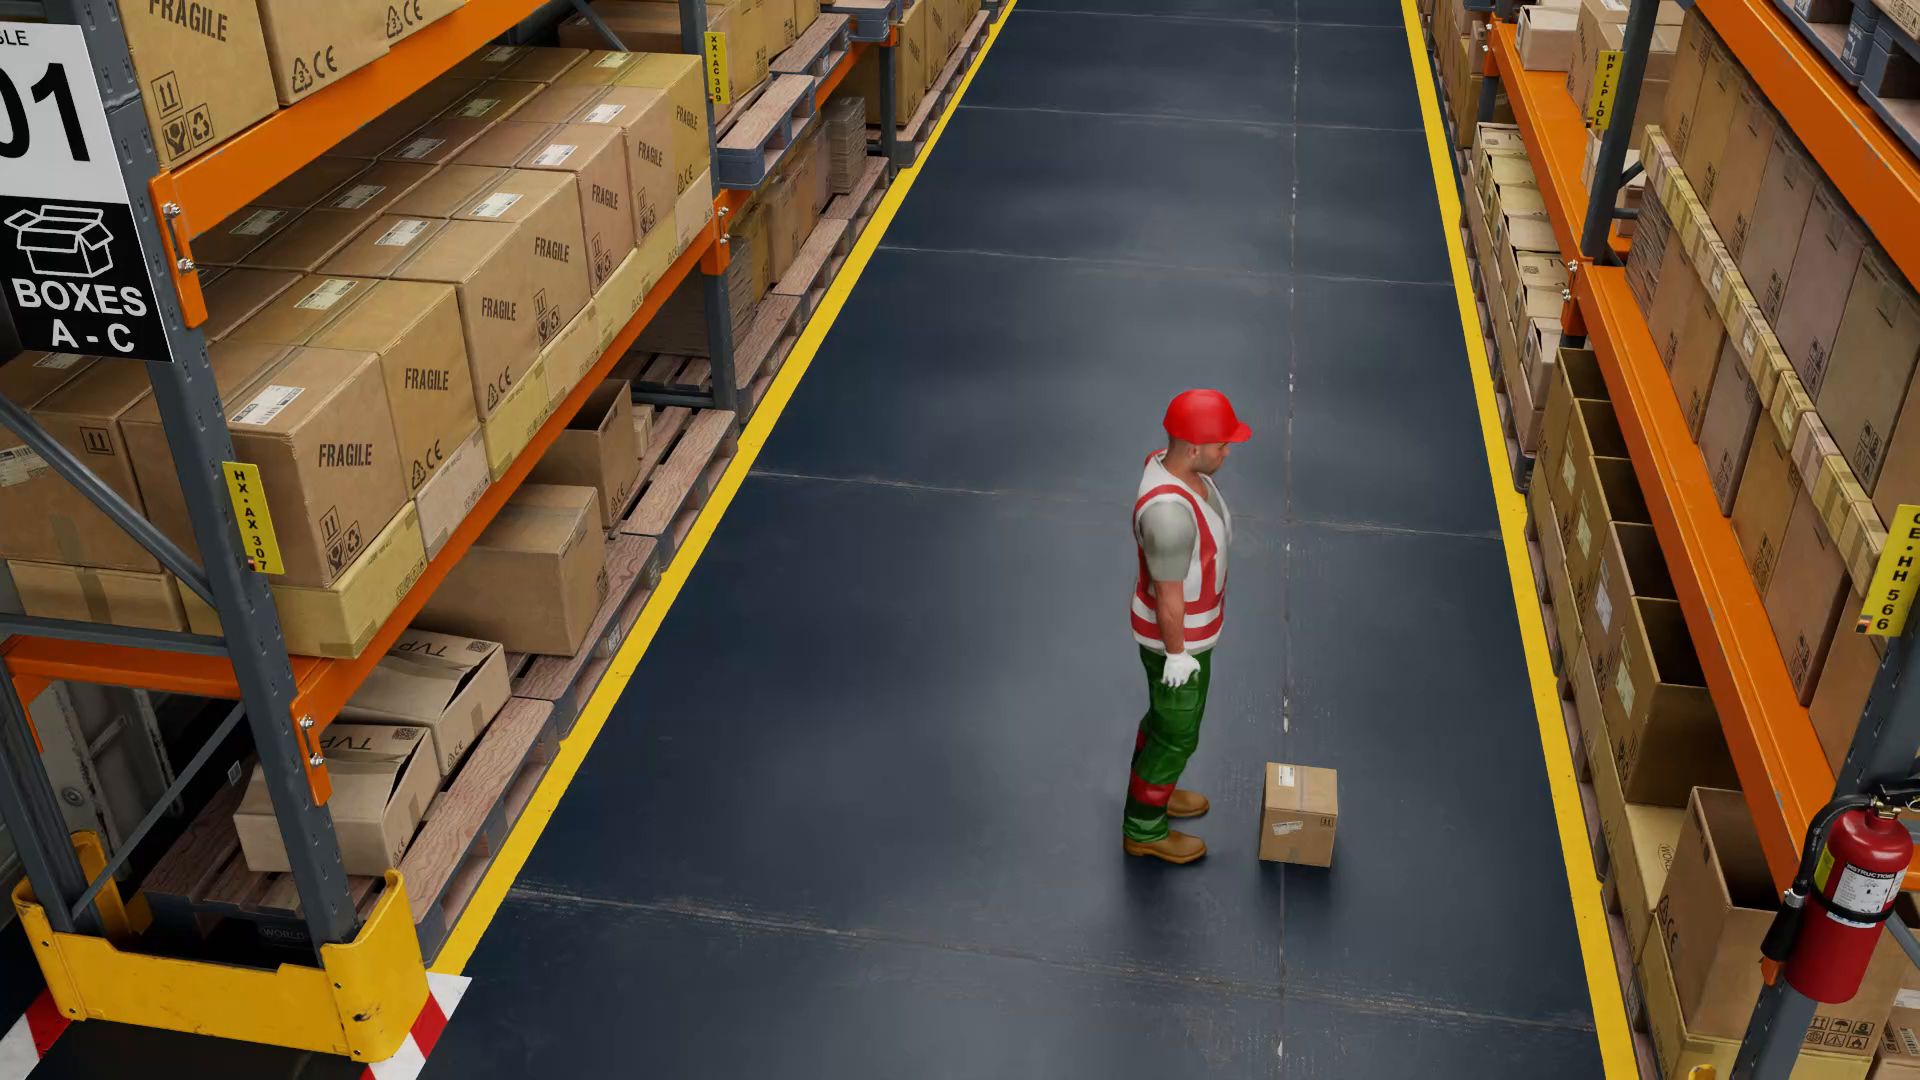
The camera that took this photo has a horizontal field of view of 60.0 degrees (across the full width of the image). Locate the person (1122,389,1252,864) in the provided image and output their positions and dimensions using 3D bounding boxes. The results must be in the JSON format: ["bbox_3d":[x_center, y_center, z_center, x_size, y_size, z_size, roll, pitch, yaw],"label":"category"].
[{"bbox_3d":[0.744,0.292,5.661,0.351,1.782,0.528,6,33,9],"label":"person"}]
